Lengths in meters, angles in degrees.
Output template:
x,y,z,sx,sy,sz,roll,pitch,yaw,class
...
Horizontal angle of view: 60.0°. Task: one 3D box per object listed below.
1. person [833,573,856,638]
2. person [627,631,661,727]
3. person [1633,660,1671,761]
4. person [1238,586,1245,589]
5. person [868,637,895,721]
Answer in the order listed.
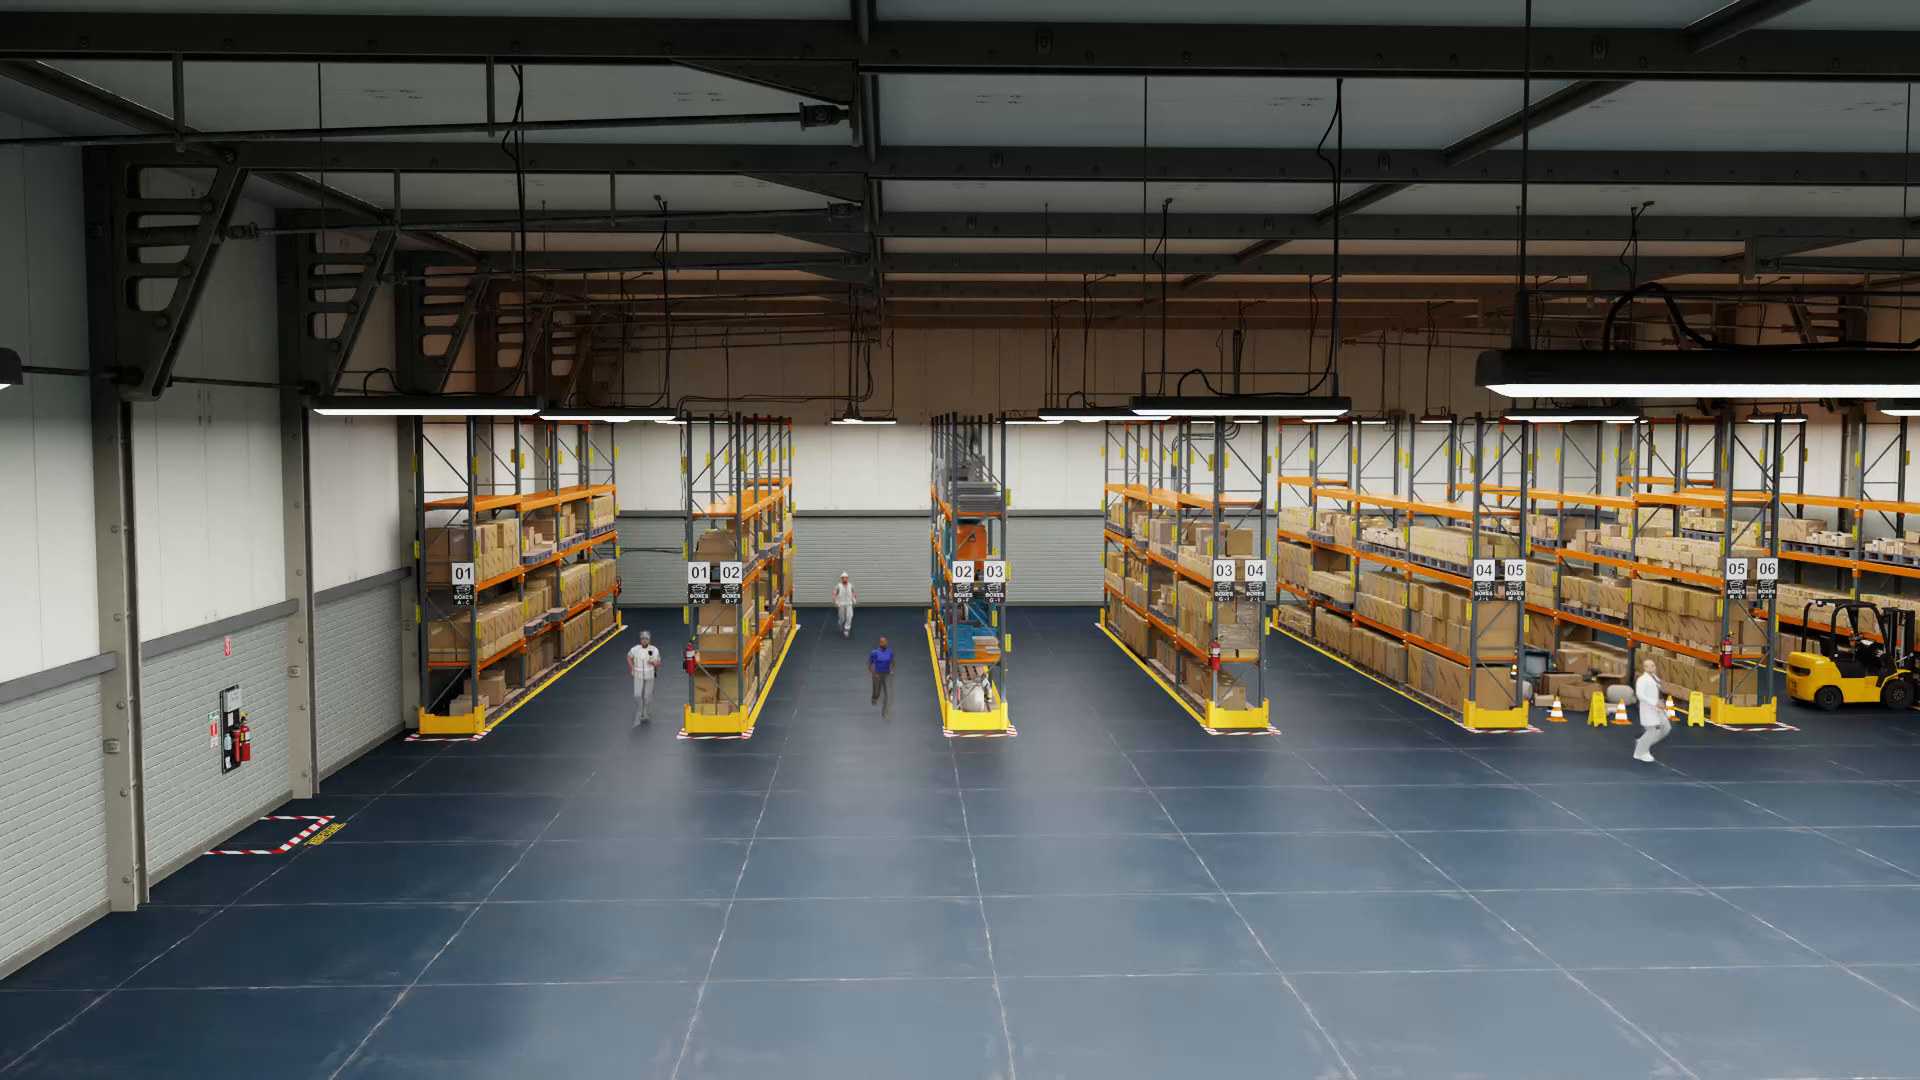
x,y,z,sx,sy,sz,roll,pitch,yaw,class
-3.128,1.774,45.249,0.668,1.749,0.746,-1,4,-17,person
-6.085,2.663,32.030,0.636,1.830,0.767,-1,4,-10,person
11.859,2.915,28.492,0.721,1.737,0.593,-4,5,-43,person
7.852,1.812,46.255,0.520,1.526,0.750,0,4,4,person
-1.535,2.713,32.744,0.568,1.632,0.865,-1,4,-15,person
